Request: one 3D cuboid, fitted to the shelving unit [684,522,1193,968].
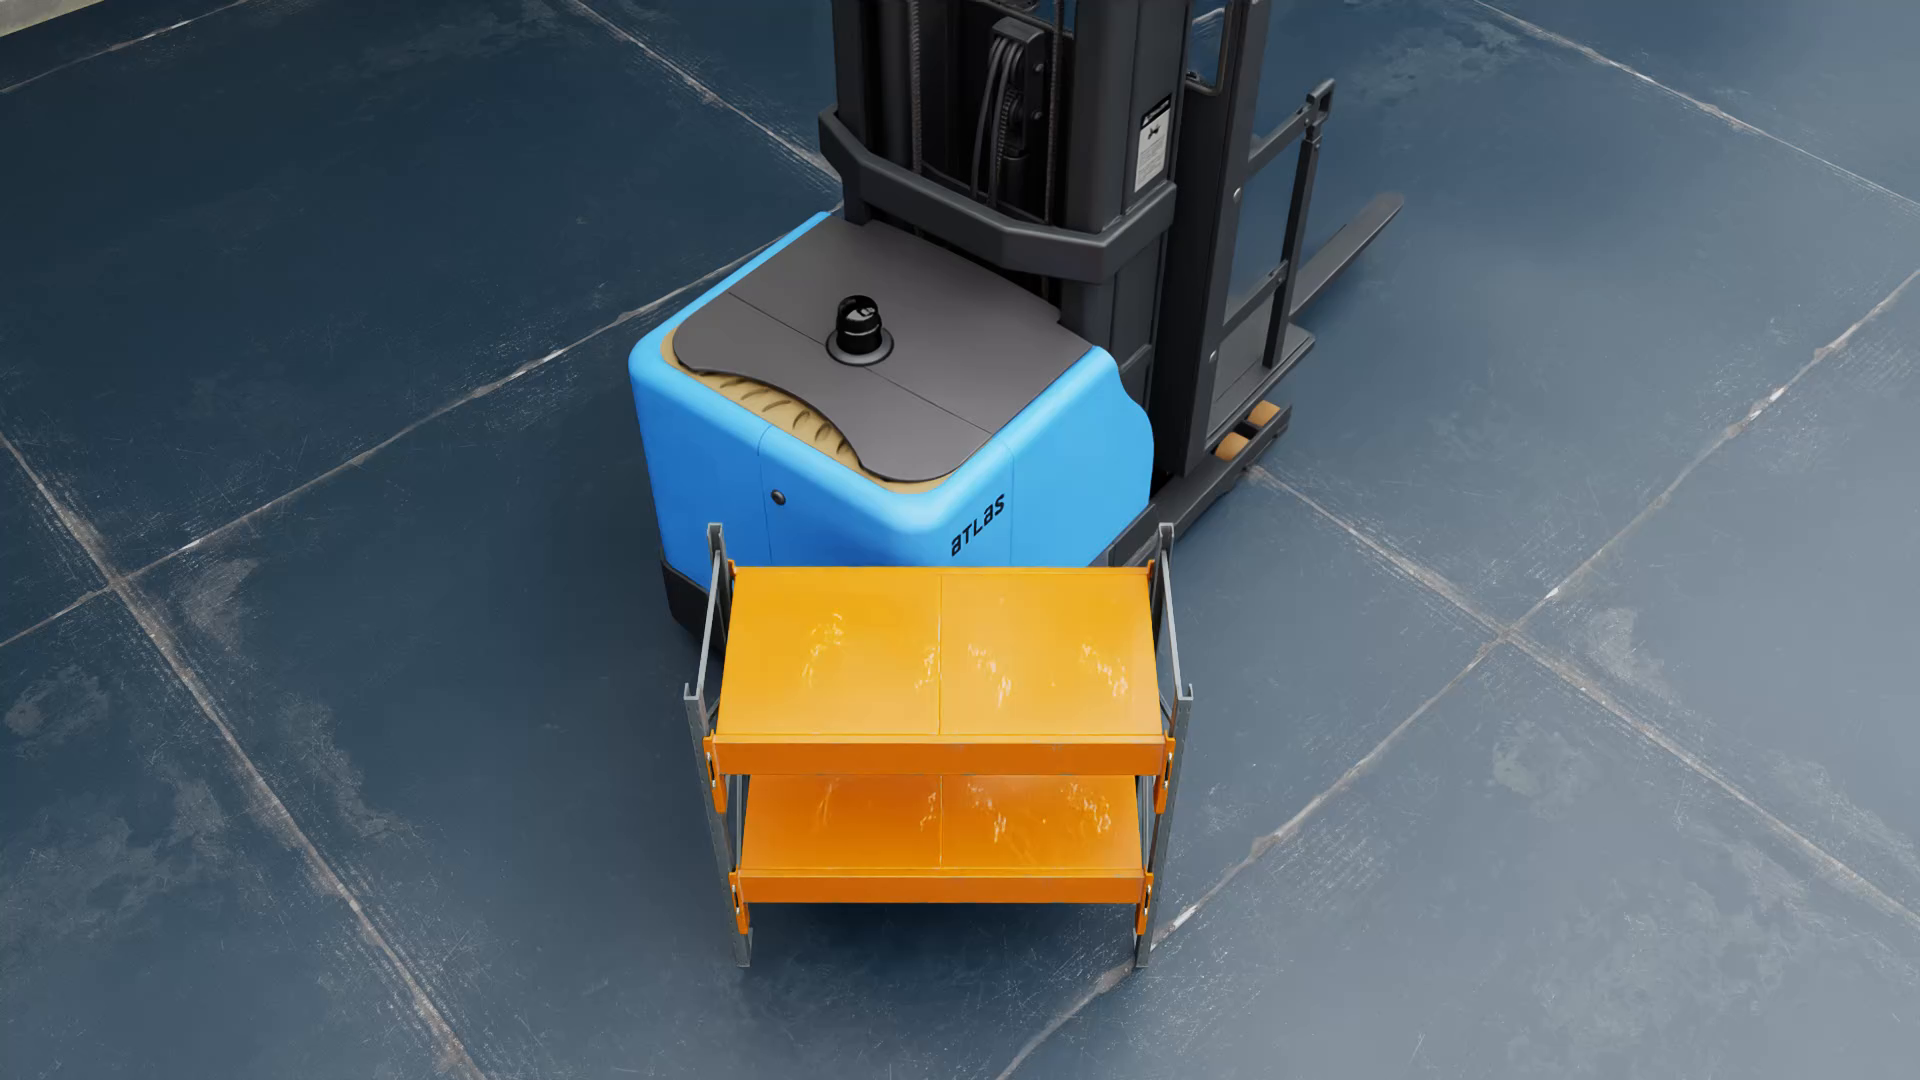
[{"bbox_3d":[-0.044,0.526,3.999,1.048,1.125,0.538,0,47,0],"label":"shelving unit"}]

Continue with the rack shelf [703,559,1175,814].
[{"bbox_3d":[-0.044,0.327,3.784,1.000,0.278,0.538,0,47,0],"label":"rack shelf"}]

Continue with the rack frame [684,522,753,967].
[{"bbox_3d":[-0.552,0.525,4.000,0.032,1.125,0.500,0,47,0],"label":"rack frame"}]

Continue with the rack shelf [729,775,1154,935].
[{"bbox_3d":[-0.044,0.692,4.179,1.000,0.278,0.538,0,47,0],"label":"rack shelf"}]

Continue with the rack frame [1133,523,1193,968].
[{"bbox_3d":[0.464,0.526,3.999,0.032,1.125,0.500,0,47,0],"label":"rack frame"}]

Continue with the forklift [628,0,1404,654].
[{"bbox_3d":[0.437,-1.382,4.531,1.130,2.935,3.031,30,54,25],"label":"forklift"}]
